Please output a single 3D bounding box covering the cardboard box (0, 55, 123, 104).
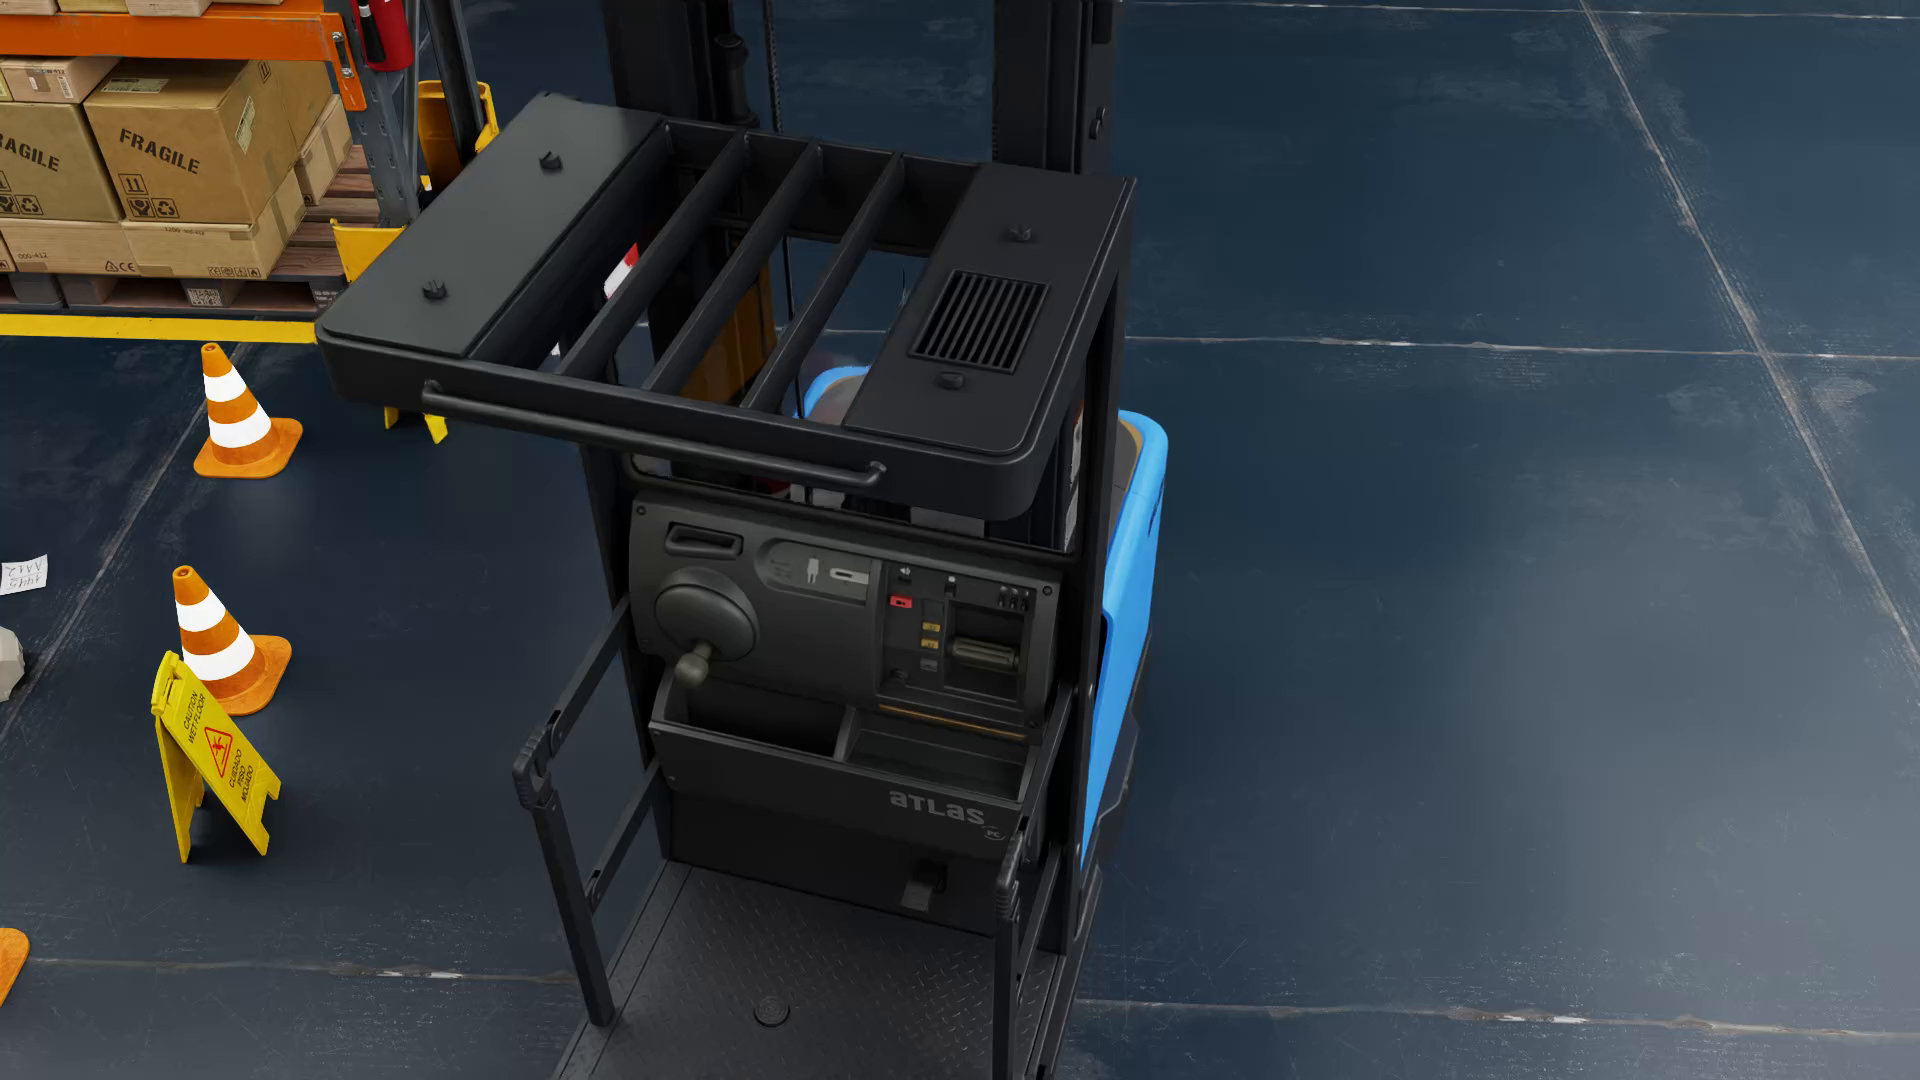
[{"bbox_3d":[-3.304,-1.770,6.132,0.250,0.149,0.380,3,43,3],"label":"cardboard box"}]

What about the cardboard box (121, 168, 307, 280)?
[{"bbox_3d":[-2.966,-1.288,6.641,0.500,0.250,0.500,2,43,2],"label":"cardboard box"}]

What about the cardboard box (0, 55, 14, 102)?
[{"bbox_3d":[-3.555,-1.779,6.143,0.250,0.149,0.380,2,43,3],"label":"cardboard box"}]

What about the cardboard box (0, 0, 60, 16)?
[{"bbox_3d":[-3.277,-2.014,5.895,0.250,0.149,0.380,2,43,3],"label":"cardboard box"}]

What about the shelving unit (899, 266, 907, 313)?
[{"bbox_3d":[-0.053,-0.386,5.394,0.252,1.050,0.215,2,43,2],"label":"shelving unit"}]

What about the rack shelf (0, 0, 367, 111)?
[{"bbox_3d":[-4.120,-2.096,6.327,4.000,0.370,1.077,2,43,2],"label":"rack shelf"}]

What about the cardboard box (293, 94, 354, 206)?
[{"bbox_3d":[-2.916,-1.658,7.039,0.500,0.250,0.500,1,43,2],"label":"cardboard box"}]

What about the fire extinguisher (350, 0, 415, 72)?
[{"bbox_3d":[-2.029,-1.952,5.702,0.183,0.674,0.296,2,43,2],"label":"fire extinguisher"}]

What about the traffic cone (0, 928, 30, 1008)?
[{"bbox_3d":[-2.711,1.021,4.314,0.334,0.463,0.336,2,43,2],"label":"traffic cone"}]

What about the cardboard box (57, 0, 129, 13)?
[{"bbox_3d":[-3.019,-2.026,5.909,0.250,0.149,0.380,1,43,1],"label":"cardboard box"}]

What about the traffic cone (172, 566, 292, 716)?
[{"bbox_3d":[-2.320,0.262,5.129,0.334,0.463,0.336,2,43,2],"label":"traffic cone"}]

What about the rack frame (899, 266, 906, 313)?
[{"bbox_3d":[-0.175,-0.390,5.398,0.008,1.050,0.200,2,43,2],"label":"rack frame"}]

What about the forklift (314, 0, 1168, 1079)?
[{"bbox_3d":[-0.311,0.252,3.329,1.130,2.935,3.031,11,44,12],"label":"forklift"}]

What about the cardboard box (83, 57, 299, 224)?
[{"bbox_3d":[-2.934,-1.567,6.390,0.500,0.500,0.500,2,43,2],"label":"cardboard box"}]

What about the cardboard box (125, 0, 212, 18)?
[{"bbox_3d":[-2.764,-2.004,5.885,0.250,0.149,0.380,1,43,1],"label":"cardboard box"}]

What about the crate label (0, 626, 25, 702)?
[{"bbox_3d":[-3.108,0.399,5.221,0.298,0.136,0.250,-19,46,-20],"label":"crate label"}]

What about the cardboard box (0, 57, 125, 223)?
[{"bbox_3d":[-3.456,-1.580,6.405,0.500,0.500,0.500,3,43,3],"label":"cardboard box"}]

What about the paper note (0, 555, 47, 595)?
[{"bbox_3d":[-3.156,0.115,5.604,0.142,0.019,0.148,-12,44,-13],"label":"paper note"}]

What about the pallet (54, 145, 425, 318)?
[{"bbox_3d":[-3.008,-1.329,7.021,1.213,0.211,1.003,2,43,2],"label":"pallet"}]

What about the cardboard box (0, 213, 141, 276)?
[{"bbox_3d":[-3.459,-1.308,6.663,0.500,0.250,0.500,2,43,2],"label":"cardboard box"}]

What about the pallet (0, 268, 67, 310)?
[{"bbox_3d":[-4.224,-1.368,7.064,1.213,0.211,1.003,2,43,2],"label":"pallet"}]

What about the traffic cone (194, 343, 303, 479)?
[{"bbox_3d":[-2.610,-0.504,5.952,0.334,0.463,0.336,2,43,2],"label":"traffic cone"}]

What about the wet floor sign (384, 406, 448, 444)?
[{"bbox_3d":[-1.981,-0.702,6.030,0.232,0.644,0.267,16,45,16],"label":"wet floor sign"}]

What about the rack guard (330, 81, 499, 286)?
[{"bbox_3d":[-2.198,-1.385,6.870,0.348,0.500,1.175,2,43,2],"label":"rack guard"}]

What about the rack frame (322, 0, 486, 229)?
[{"bbox_3d":[-2.122,-2.298,6.016,0.127,3.000,1.000,2,43,2],"label":"rack frame"}]

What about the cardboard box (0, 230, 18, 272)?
[{"bbox_3d":[-3.982,-1.320,6.676,0.500,0.250,0.500,0,43,0],"label":"cardboard box"}]

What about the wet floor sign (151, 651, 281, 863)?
[{"bbox_3d":[-2.126,0.590,4.643,0.232,0.644,0.267,-5,43,-5],"label":"wet floor sign"}]

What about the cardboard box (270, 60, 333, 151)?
[{"bbox_3d":[-2.939,-1.933,6.783,0.500,0.500,0.500,0,43,0],"label":"cardboard box"}]

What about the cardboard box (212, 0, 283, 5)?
[{"bbox_3d":[-2.506,-2.072,5.957,0.250,0.149,0.380,3,43,3],"label":"cardboard box"}]
